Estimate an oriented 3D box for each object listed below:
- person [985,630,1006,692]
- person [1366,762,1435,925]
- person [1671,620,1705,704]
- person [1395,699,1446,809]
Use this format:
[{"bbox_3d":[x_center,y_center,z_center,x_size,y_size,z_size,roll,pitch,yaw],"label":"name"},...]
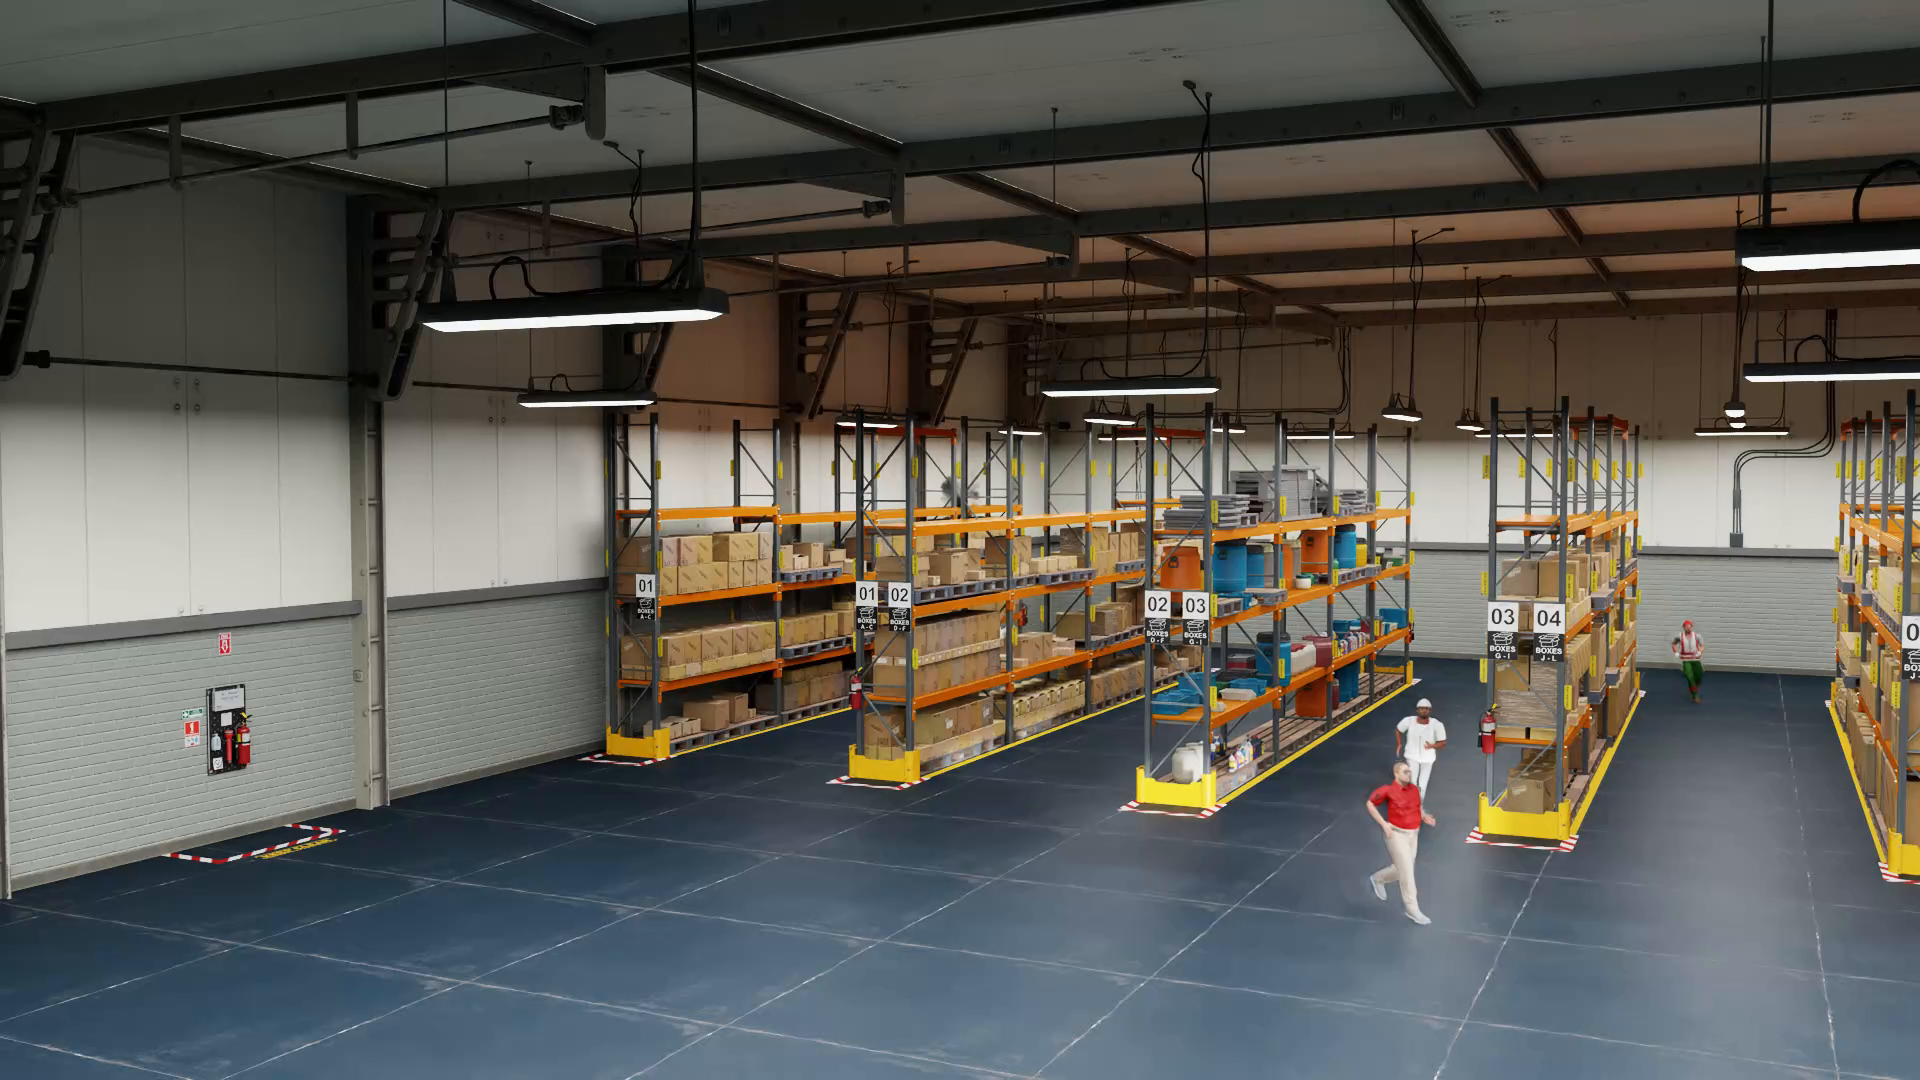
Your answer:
[{"bbox_3d":[0.698,2.579,36.750,0.676,1.736,0.597,0,2,9],"label":"person"},{"bbox_3d":[4.937,3.361,18.691,0.656,1.737,0.951,-2,3,-34],"label":"person"},{"bbox_3d":[15.764,2.614,35.981,0.651,1.762,0.933,1,2,15],"label":"person"},{"bbox_3d":[6.544,3.151,23.626,0.684,1.823,0.725,1,2,12],"label":"person"}]
